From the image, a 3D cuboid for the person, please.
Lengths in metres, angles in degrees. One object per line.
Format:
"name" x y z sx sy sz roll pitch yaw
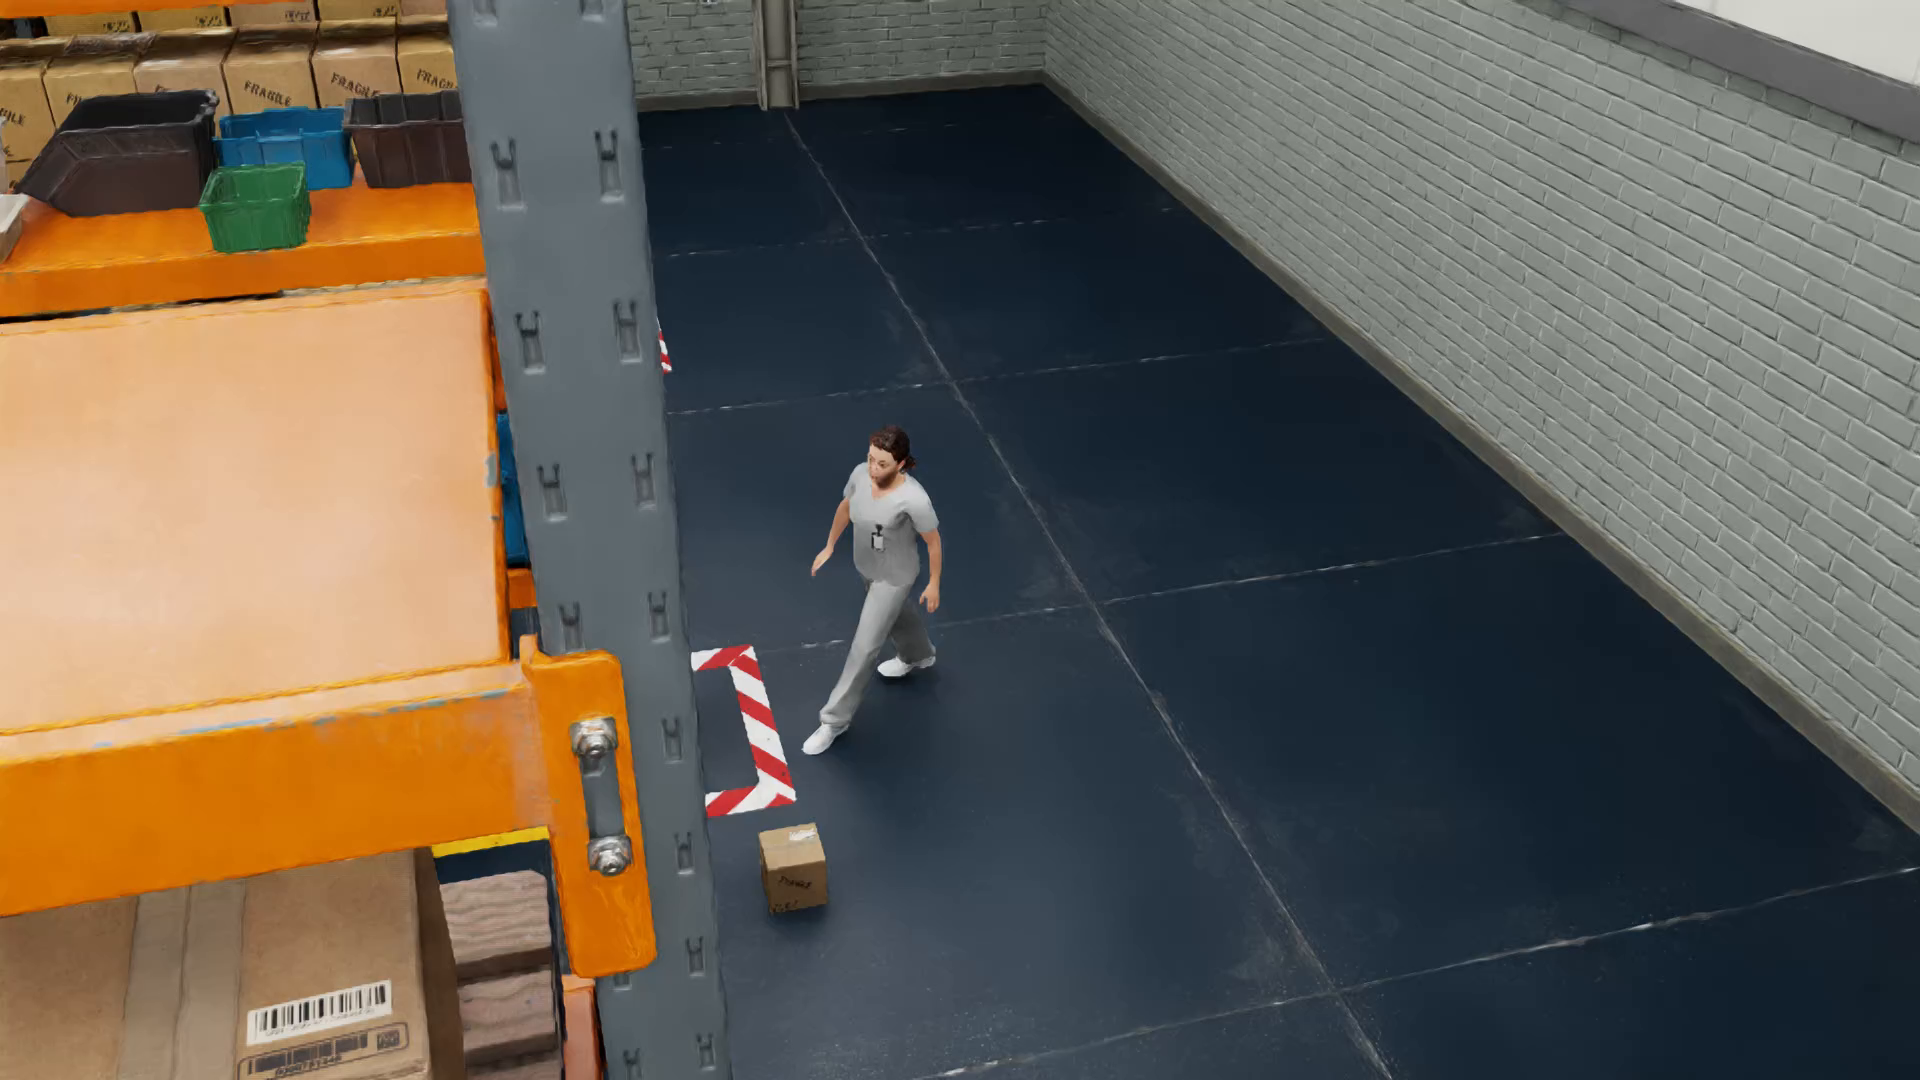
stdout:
"person" -0.411 0.167 7.887 0.966 1.620 0.564 -25 39 -36
